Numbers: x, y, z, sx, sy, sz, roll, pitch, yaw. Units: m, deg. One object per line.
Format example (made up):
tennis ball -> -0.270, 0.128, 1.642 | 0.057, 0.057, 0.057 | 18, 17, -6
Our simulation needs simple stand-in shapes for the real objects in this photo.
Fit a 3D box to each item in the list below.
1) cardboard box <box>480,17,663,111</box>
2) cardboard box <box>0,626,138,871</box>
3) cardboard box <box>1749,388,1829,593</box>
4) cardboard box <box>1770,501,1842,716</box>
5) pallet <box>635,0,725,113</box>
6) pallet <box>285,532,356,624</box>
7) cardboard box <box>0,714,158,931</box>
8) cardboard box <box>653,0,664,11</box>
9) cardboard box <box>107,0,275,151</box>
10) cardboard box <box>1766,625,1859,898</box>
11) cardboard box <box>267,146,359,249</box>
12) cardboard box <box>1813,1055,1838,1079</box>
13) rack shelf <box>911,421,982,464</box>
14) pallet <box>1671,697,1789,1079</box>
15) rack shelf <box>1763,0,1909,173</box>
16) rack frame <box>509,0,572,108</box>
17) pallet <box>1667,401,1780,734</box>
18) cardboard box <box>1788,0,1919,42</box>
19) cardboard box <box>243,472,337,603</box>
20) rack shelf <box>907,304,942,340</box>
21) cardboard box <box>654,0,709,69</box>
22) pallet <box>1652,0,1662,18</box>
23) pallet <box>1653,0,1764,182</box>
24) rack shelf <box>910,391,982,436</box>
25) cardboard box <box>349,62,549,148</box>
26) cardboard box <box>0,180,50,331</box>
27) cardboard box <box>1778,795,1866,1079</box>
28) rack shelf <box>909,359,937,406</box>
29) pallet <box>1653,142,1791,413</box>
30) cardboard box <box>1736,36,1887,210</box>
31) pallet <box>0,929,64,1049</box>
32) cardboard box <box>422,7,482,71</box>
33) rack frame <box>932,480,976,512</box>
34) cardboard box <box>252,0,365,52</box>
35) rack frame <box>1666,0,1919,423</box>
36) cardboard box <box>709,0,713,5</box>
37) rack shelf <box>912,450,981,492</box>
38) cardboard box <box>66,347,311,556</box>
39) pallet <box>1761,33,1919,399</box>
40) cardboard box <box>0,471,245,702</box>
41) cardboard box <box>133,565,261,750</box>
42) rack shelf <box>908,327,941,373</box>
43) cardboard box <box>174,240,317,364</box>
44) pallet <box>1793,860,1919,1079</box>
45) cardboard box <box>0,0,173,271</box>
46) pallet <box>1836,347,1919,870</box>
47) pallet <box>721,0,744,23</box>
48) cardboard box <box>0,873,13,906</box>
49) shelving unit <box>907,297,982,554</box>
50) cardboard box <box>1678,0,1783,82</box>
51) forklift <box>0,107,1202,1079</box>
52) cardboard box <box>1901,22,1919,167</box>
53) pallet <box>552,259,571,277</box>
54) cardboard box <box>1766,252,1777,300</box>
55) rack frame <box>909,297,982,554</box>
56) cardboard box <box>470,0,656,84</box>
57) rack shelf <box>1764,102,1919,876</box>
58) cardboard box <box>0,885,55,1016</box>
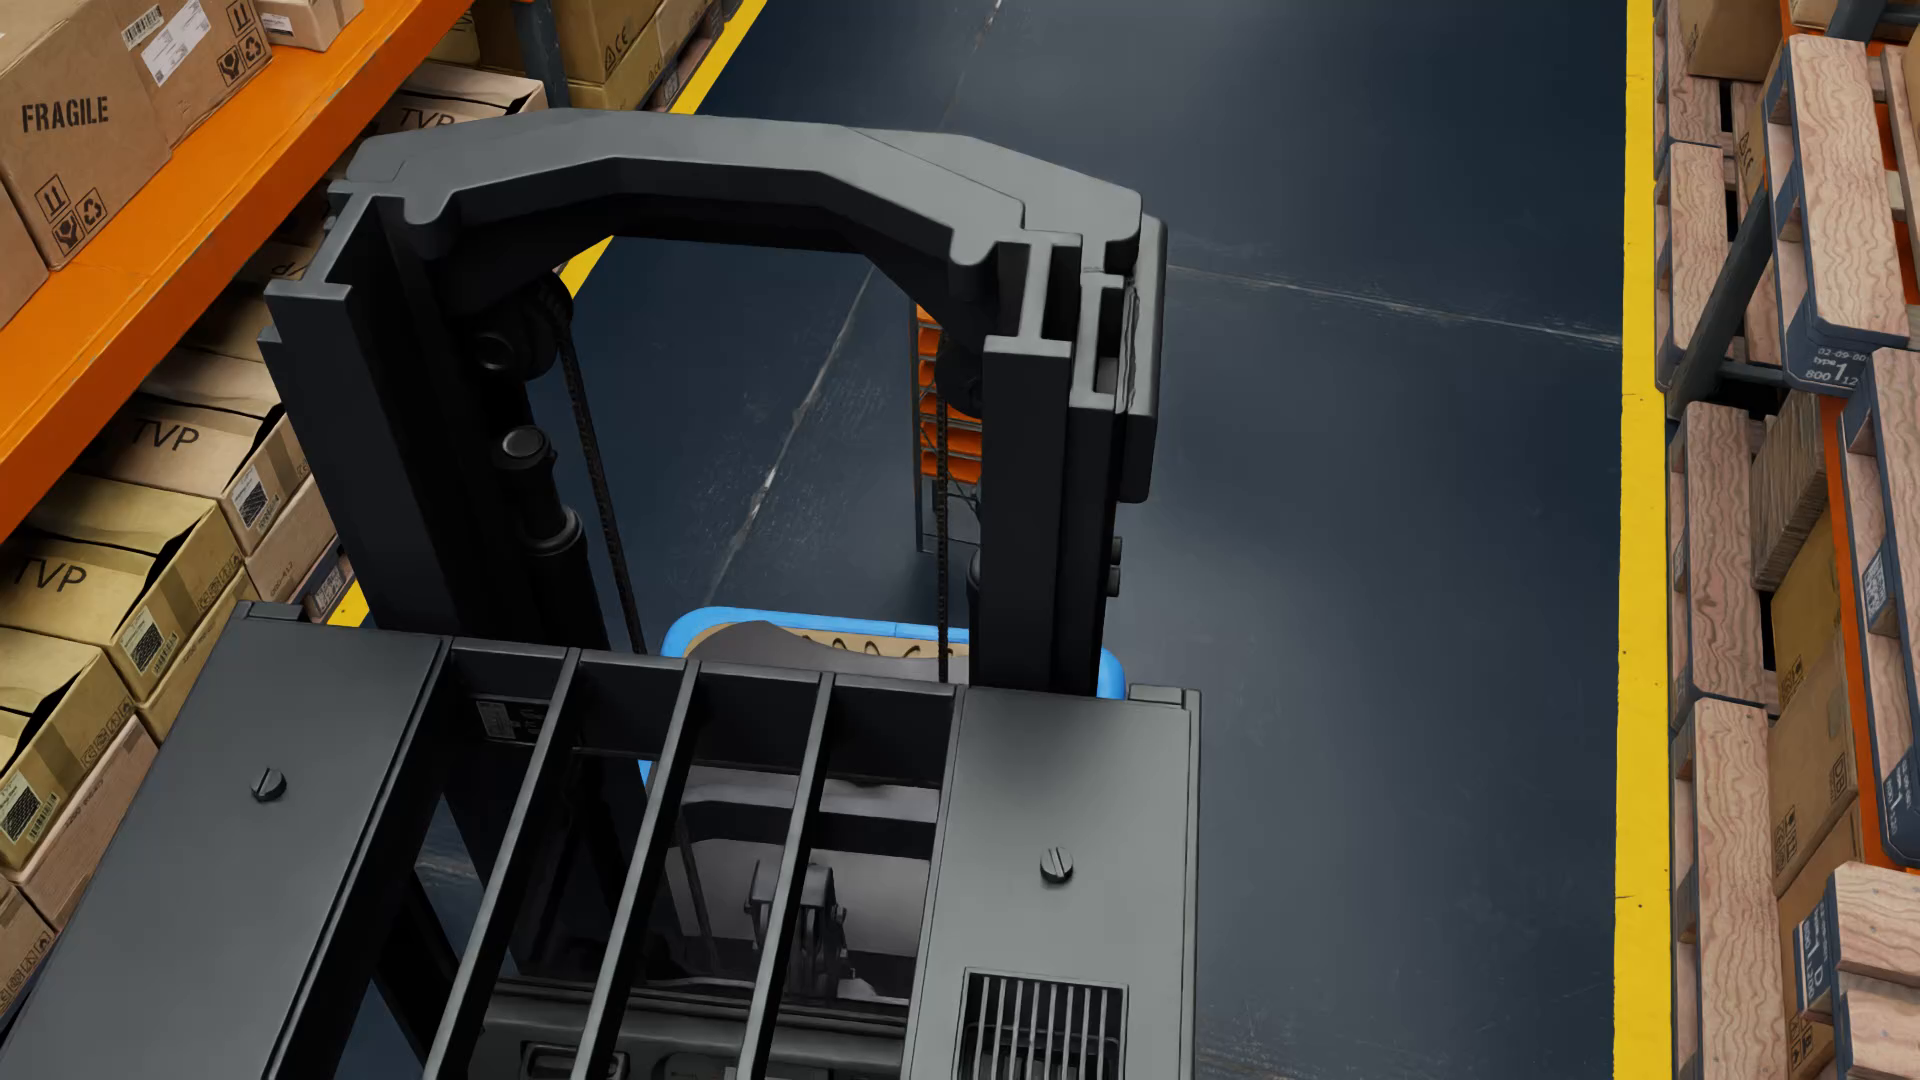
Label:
cardboard box -> -1.487, -1.821, 6.410 | 0.500, 0.250, 0.500 | 12, 50, 10
cardboard box -> -2.403, 0.460, 4.023 | 0.500, 0.311, 0.500 | 10, 49, 9
cardboard box -> 2.701, -0.124, 4.732 | 0.700, 0.500, 0.500 | 13, 50, 11
cardboard box -> 2.613, 0.260, 4.394 | 0.700, 0.500, 0.500 | 11, 49, 9
pallet -> -1.652, -1.960, 6.839 | 1.003, 0.211, 1.213 | 12, 50, 10
pallet -> -2.377, 0.033, 5.080 | 1.003, 0.211, 1.213 | 12, 50, 10
cardboard box -> -2.402, 0.664, 4.217 | 0.500, 0.250, 0.500 | 10, 49, 9
cardboard box -> -1.354, -2.430, 6.448 | 0.500, 0.500, 0.500 | 12, 50, 10
cardboard box -> -2.258, -1.416, 4.432 | 0.500, 0.500, 0.500 | 15, 50, 13
cardboard box -> 2.440, 0.621, 4.075 | 0.700, 0.500, 0.500 | 12, 50, 10
cardboard box -> -1.863, -1.004, 5.315 | 0.500, 0.311, 0.500 | 13, 50, 11
cardboard box -> 2.212, 1.353, 3.429 | 0.700, 0.500, 0.500 | 11, 50, 10
rack shelf -> 0.004, -0.299, 4.933 | 0.258, 0.103, 0.180 | 12, 50, 10
pallet -> 2.356, 1.030, 4.200 | 1.003, 0.211, 1.213 | 12, 50, 10
rack shelf -> 3.405, -2.550, 5.979 | 1.077, 0.370, 4.000 | 12, 50, 10
rack frame -> -1.902, -2.316, 5.293 | 1.000, 3.000, 0.127 | 12, 50, 10
pallet -> 2.675, 0.145, 4.981 | 1.003, 0.211, 1.213 | 12, 50, 10
cardboard box -> 2.710, -1.700, 4.837 | 0.500, 0.250, 0.500 | 12, 50, 10
cardboard box -> -2.136, -0.084, 4.878 | 0.500, 0.250, 0.500 | 12, 50, 11
rack shelf -> 0.004, -0.616, 4.573 | 0.258, 0.103, 0.180 | 12, 50, 10
cardboard box -> -1.351, -2.181, 6.728 | 0.500, 0.250, 0.500 | 12, 50, 10
pallet -> 3.663, -2.676, 7.471 | 1.003, 0.211, 1.213 | 12, 50, 10
pallet -> 3.340, -1.796, 6.695 | 1.003, 0.211, 1.213 | 12, 50, 10
rack shelf -> 0.004, -0.378, 4.843 | 0.258, 0.103, 0.180 | 12, 50, 10
cardboard box -> -1.732, -1.381, 5.648 | 0.500, 0.311, 0.500 | 12, 50, 10
cardboard box -> -2.529, -0.673, 3.776 | 0.500, 0.500, 0.500 | 9, 49, 8
cardboard box -> 2.316, 0.988, 3.751 | 0.700, 0.500, 0.500 | 11, 50, 10
rack shelf -> 0.004, -0.458, 4.753 | 0.258, 0.103, 0.180 | 12, 50, 10
pallet -> 3.021, -0.911, 5.913 | 1.003, 0.211, 1.213 | 12, 50, 10
cardboard box -> 3.113, -1.418, 5.875 | 0.500, 0.500, 0.500 | 8, 49, 7
pallet -> -2.700, 0.912, 4.304 | 1.003, 0.211, 1.213 | 12, 50, 10
cardboard box -> -1.991, -1.924, 6.501 | 0.500, 0.250, 0.500 | 12, 50, 10
rack frame -> 0.028, -0.474, 4.868 | 0.240, 1.200, 0.006 | 12, 50, 10
cardboard box -> -1.956, -1.599, 4.750 | 0.396, 0.266, 0.258 | 10, 49, 9
rack frame -> 2.878, -1.341, 4.433 | 1.000, 3.000, 0.127 | 12, 50, 10
cardboard box -> -1.214, -2.542, 7.047 | 0.500, 0.250, 0.500 | 12, 50, 10
rack shelf -> 0.004, -0.219, 5.023 | 0.258, 0.103, 0.180 | 12, 50, 10
cardboard box -> -2.132, -0.280, 4.676 | 0.500, 0.311, 0.500 | 11, 49, 10
pallet -> 2.537, -0.754, 4.042 | 1.003, 0.211, 1.213 | 12, 50, 10
cardboard box -> -2.267, 0.092, 4.348 | 0.500, 0.311, 0.500 | 10, 49, 9
cardboard box -> -2.271, 0.286, 4.550 | 0.500, 0.250, 0.500 | 10, 49, 9
rack shelf -> 0.004, -0.537, 4.663 | 0.258, 0.103, 0.180 | 12, 50, 10
cardboard box -> -1.996, -0.643, 4.997 | 0.500, 0.311, 0.500 | 11, 50, 10
pallet -> 1.910, 1.079, 2.425 | 1.213, 0.211, 1.003 | 12, 50, 10
cardboard box -> -2.390, -1.053, 4.112 | 0.500, 0.500, 0.500 | 12, 50, 10
pallet -> 2.307, 0.176, 3.222 | 1.003, 0.211, 1.213 | 12, 50, 10
pallet -> -1.333, -2.845, 7.620 | 1.003, 0.211, 1.213 | 12, 50, 10
cardboard box -> -2.533, 0.842, 3.686 | 0.500, 0.311, 0.500 | 13, 50, 11
shelving unit -> 0.004, -0.407, 4.809 | 0.258, 1.200, 0.189 | 12, 50, 10
cardboard box -> 3.271, -2.137, 6.509 | 0.700, 0.500, 0.500 | 9, 49, 8
forklift -> -0.312, 1.021, 2.394 | 1.130, 2.935, 3.031 | 5, 49, 4
cardboard box -> 2.711, -1.158, 3.912 | 0.700, 0.500, 0.500 | 12, 50, 10
pallet -> -2.058, -0.853, 5.862 | 1.003, 0.211, 1.213 | 12, 50, 10
cardboard box -> 2.990, -0.942, 5.677 | 0.380, 0.166, 0.250 | 6, 49, 5
rack frame -> -0.020, -0.341, 4.751 | 0.240, 1.200, 0.006 | 12, 50, 10
cardboard box -> -1.478, -2.067, 6.127 | 0.500, 0.500, 0.500 | 12, 50, 10
rack shelf -> 2.352, 0.344, 3.426 | 1.077, 0.370, 4.000 | 12, 50, 10
cardboard box -> -2.533, 1.027, 3.896 | 0.500, 0.250, 0.500 | 11, 50, 10
